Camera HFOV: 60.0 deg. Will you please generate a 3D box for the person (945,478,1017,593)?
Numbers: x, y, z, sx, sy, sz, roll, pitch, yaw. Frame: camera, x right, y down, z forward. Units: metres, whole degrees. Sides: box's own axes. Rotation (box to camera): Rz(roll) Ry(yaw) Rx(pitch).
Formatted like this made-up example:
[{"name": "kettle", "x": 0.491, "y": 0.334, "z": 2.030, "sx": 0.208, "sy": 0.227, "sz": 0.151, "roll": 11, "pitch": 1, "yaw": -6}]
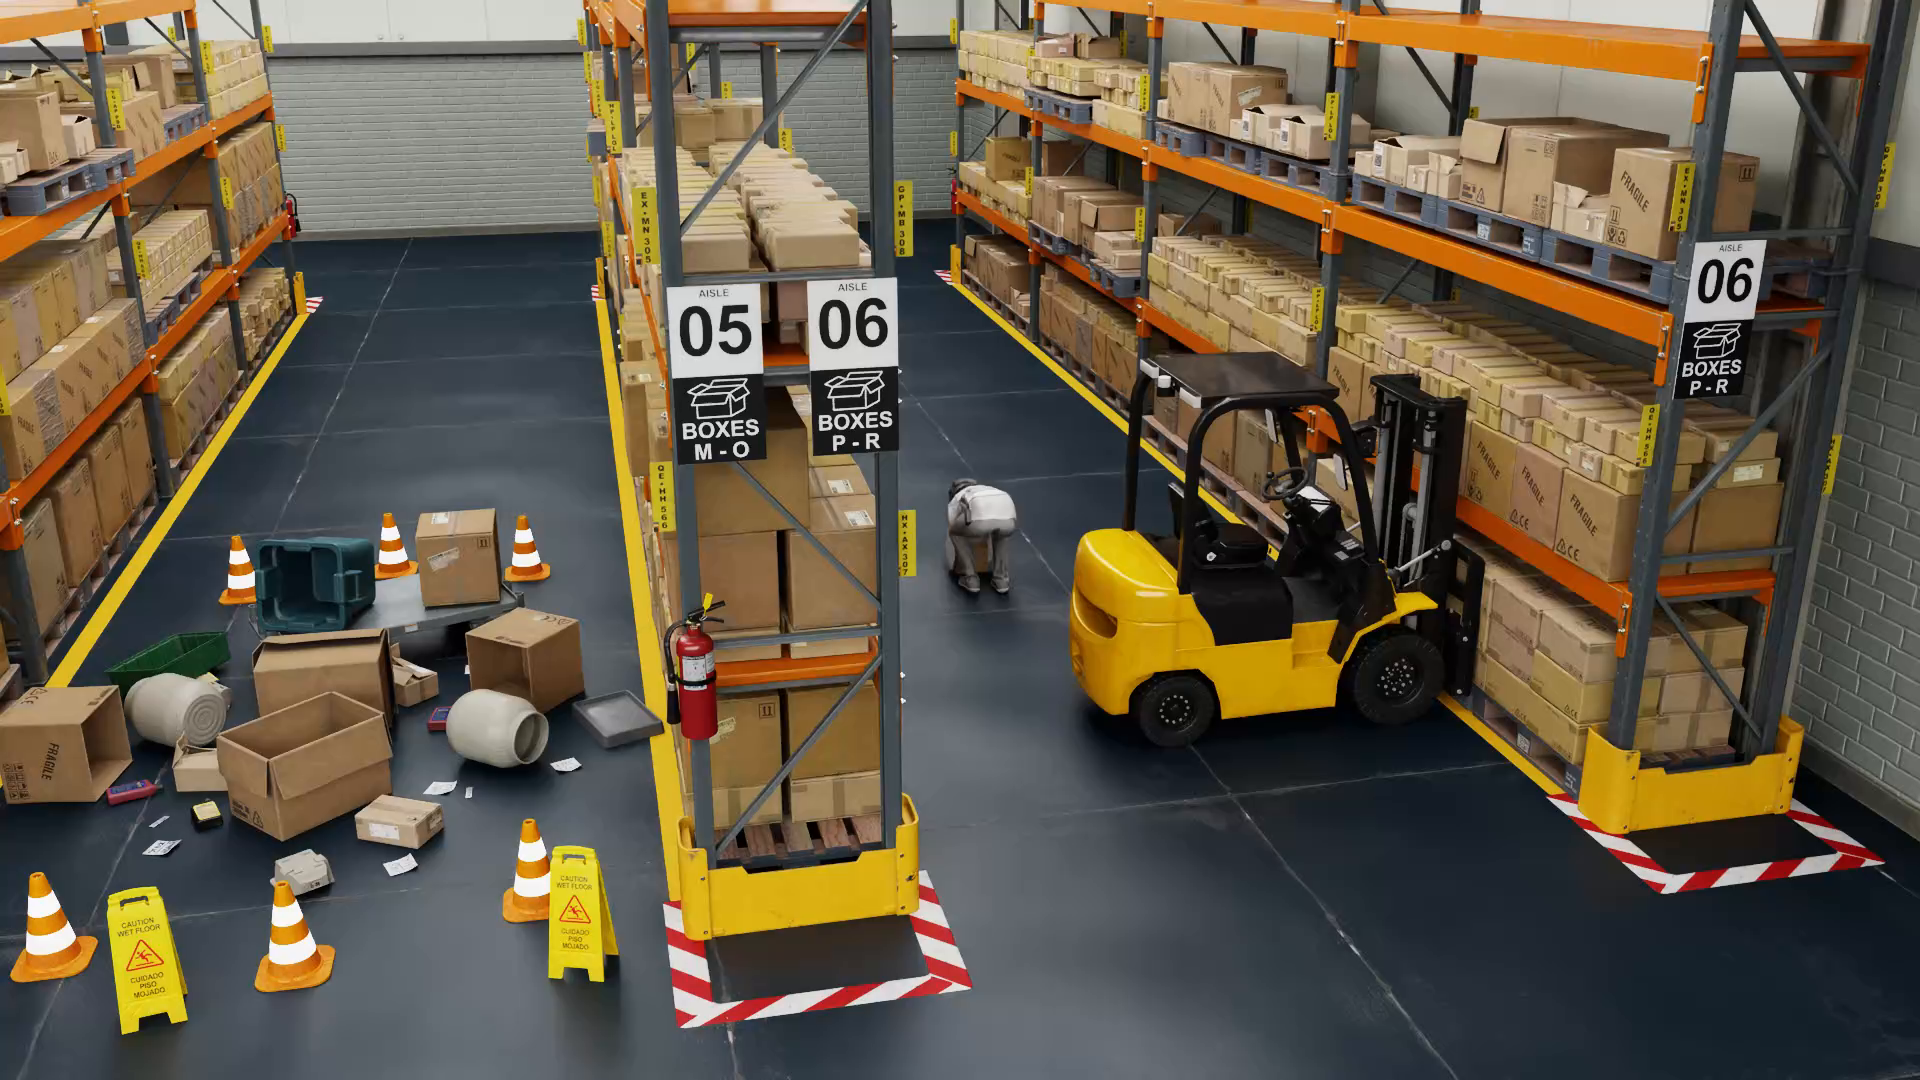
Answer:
[{"name": "person", "x": 0.146, "y": -0.043, "z": 12.514, "sx": 0.453, "sy": 0.813, "sz": 0.901, "roll": -5, "pitch": 20, "yaw": -14}]
